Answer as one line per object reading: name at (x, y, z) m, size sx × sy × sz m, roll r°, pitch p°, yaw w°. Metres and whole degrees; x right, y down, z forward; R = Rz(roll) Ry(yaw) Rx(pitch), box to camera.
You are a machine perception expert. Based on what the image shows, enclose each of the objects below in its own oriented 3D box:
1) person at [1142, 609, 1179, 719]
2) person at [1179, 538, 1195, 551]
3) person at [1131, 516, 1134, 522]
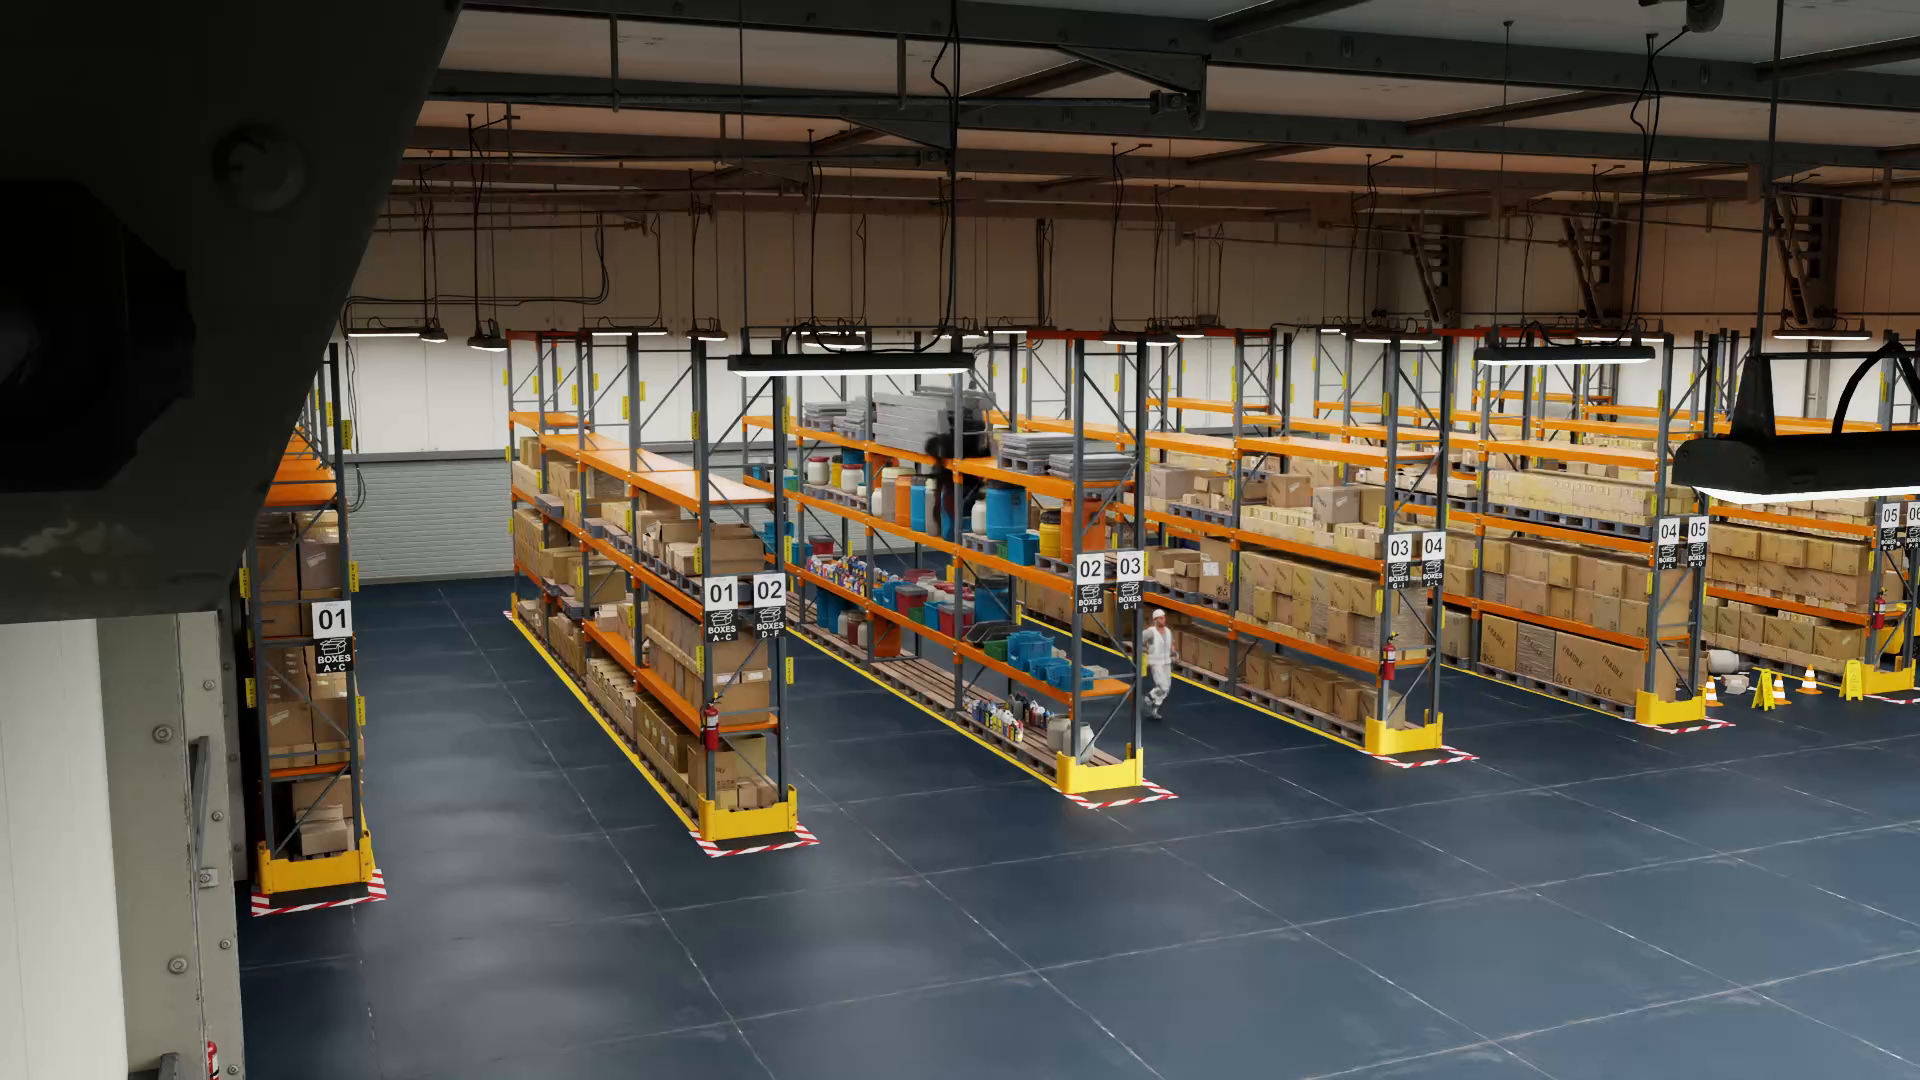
person at (3.134, 1.948, 25.857) m, size 0.652 × 1.738 × 0.571 m, roll -6°, pitch 10°, yaw -36°
person at (5.639, -0.224, 42.238) m, size 0.935 × 1.665 × 0.593 m, roll -3°, pitch 8°, yaw -21°
person at (4.490, -0.160, 41.582) m, size 0.755 × 1.724 × 0.744 m, roll 0°, pitch 8°, yaw -2°
